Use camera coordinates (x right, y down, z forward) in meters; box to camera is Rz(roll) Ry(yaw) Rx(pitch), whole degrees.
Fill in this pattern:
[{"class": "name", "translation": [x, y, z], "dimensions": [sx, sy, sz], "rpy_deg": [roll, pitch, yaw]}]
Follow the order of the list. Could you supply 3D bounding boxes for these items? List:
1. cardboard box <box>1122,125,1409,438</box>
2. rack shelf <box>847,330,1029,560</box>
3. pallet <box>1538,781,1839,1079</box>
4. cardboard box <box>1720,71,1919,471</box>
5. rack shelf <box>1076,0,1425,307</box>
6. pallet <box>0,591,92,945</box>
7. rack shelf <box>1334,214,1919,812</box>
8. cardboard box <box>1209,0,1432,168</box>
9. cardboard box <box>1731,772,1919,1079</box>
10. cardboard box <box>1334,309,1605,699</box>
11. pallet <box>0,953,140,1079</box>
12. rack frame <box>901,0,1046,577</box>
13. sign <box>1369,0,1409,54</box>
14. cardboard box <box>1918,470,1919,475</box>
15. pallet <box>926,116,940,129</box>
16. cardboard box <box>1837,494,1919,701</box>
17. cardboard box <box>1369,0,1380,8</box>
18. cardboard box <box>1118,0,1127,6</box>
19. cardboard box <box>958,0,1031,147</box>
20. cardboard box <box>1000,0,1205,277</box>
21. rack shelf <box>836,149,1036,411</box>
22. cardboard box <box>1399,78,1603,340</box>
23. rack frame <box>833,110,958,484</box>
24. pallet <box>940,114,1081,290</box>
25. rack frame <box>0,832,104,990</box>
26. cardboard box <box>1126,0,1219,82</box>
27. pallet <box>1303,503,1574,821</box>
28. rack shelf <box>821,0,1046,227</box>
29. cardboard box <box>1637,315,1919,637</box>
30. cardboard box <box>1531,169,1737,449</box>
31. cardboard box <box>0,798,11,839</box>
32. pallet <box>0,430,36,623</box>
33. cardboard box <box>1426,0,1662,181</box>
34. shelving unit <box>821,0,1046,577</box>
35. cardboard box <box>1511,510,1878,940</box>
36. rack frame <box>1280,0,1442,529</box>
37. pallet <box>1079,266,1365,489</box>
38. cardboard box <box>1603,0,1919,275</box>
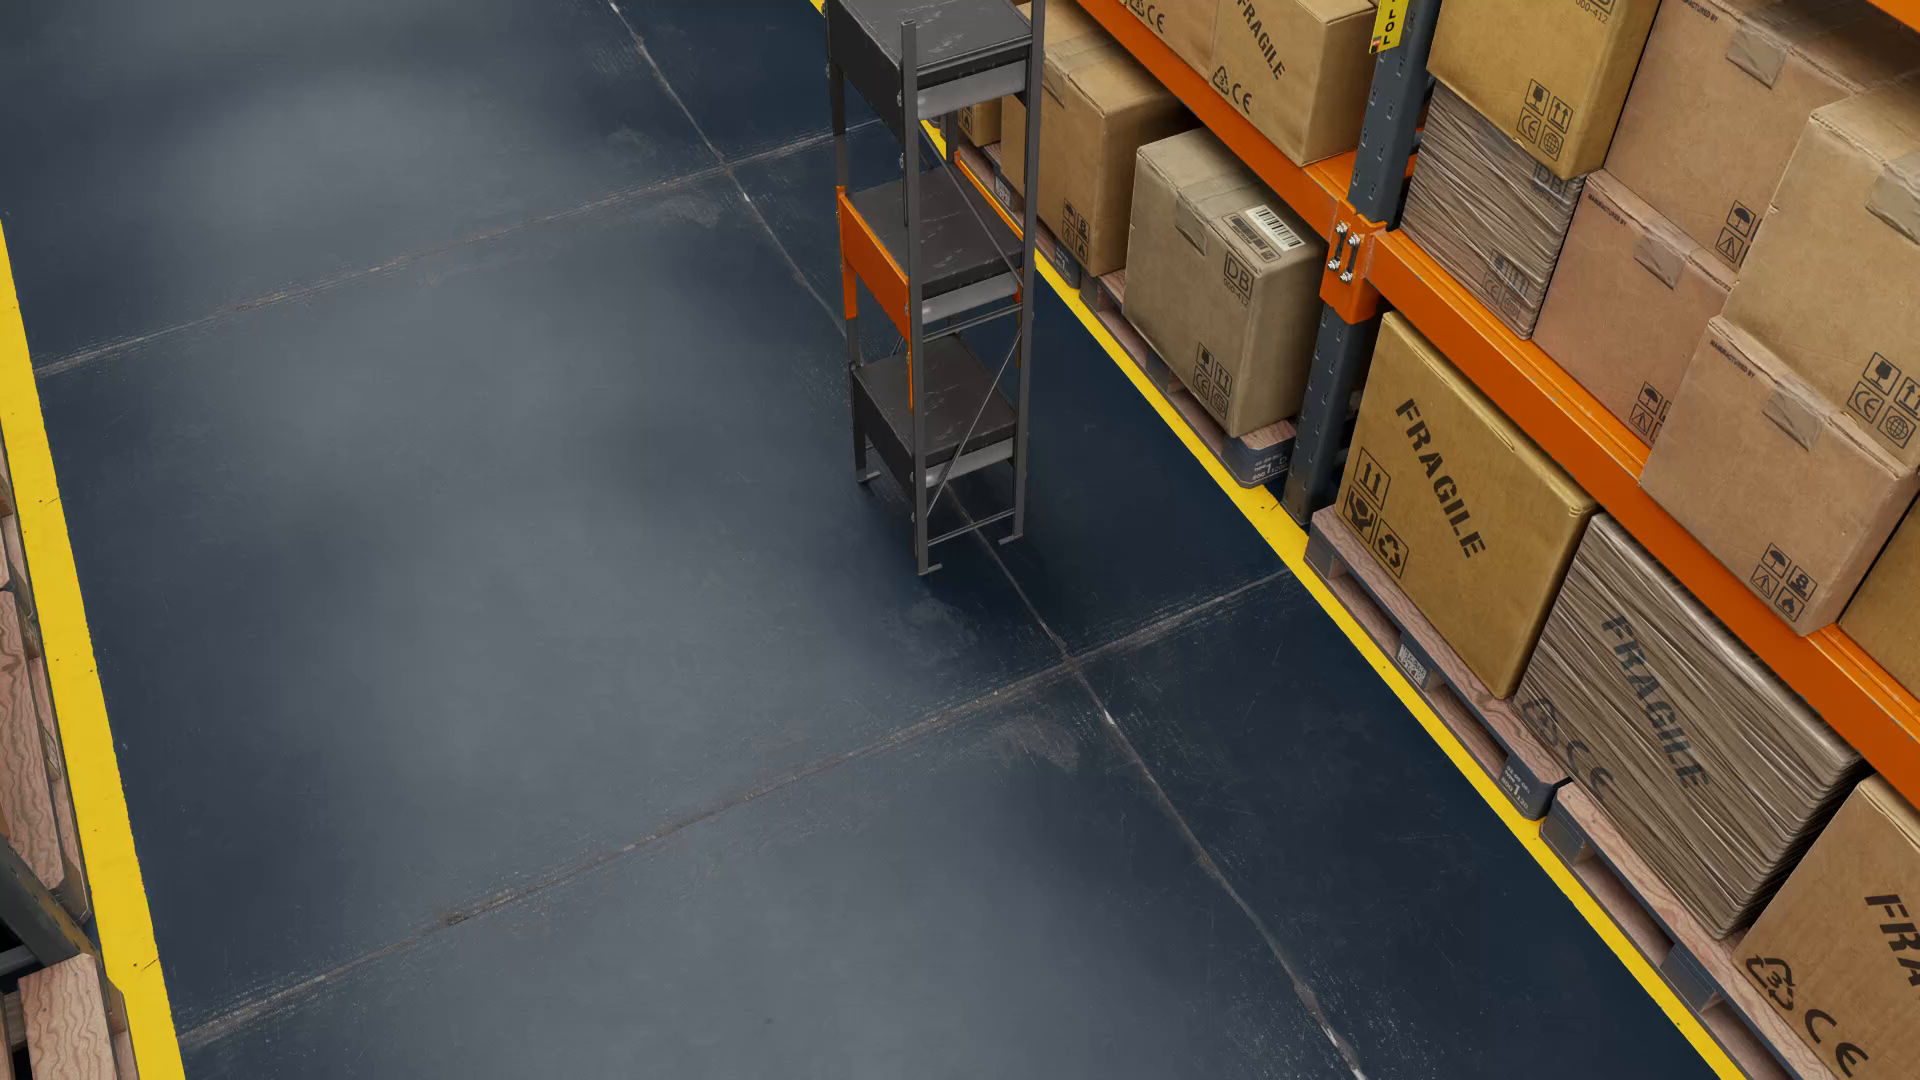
[{"class": "cardboard box", "translation": [1.236, -1.024, 5.868], "dimensions": [1.050, 0.750, 0.750], "rpy_deg": [-21, 52, -18]}, {"class": "rack shelf", "translation": [-0.076, -0.332, 5.594], "dimensions": [0.431, 0.518, 0.480], "rpy_deg": [-21, 52, -18]}, {"class": "pallet", "translation": [2.440, 1.030, 4.709], "dimensions": [1.003, 0.211, 1.213], "rpy_deg": [-21, 52, -18]}, {"class": "cardboard box", "translation": [2.218, -0.651, 3.509], "dimensions": [0.875, 0.550, 0.550], "rpy_deg": [-21, 52, -18]}, {"class": "rack shelf", "translation": [0.685, -2.343, 6.285], "dimensions": [1.077, 0.370, 4.000], "rpy_deg": [-21, 52, -18]}, {"class": "pallet", "translation": [-3.214, 0.797, 4.913], "dimensions": [1.003, 0.211, 1.213], "rpy_deg": [-21, 52, -18]}, {"class": "rack shelf", "translation": [2.515, 0.334, 3.943], "dimensions": [1.077, 0.370, 4.000], "rpy_deg": [-21, 52, -18]}, {"class": "cardboard box", "translation": [1.123, -1.532, 5.030], "dimensions": [0.500, 0.500, 0.500], "rpy_deg": [-21, 52, -18]}, {"class": "cardboard box", "translation": [2.657, 0.978, 4.035], "dimensions": [0.875, 0.875, 0.875], "rpy_deg": [-22, 52, -18]}, {"class": "cardboard box", "translation": [1.825, -0.235, 5.095], "dimensions": [0.875, 0.875, 0.875], "rpy_deg": [-20, 52, -17]}, {"class": "pallet", "translation": [-2.518, 1.755, 4.075], "dimensions": [1.003, 0.211, 1.213], "rpy_deg": [-21, 52, -18]}, {"class": "rack frame", "translation": [0.036, -0.639, 4.914], "dimensions": [0.400, 2.100, 0.015], "rpy_deg": [-21, 52, -18]}, {"class": "sign", "translation": [1.122, -1.403, 4.268], "dimensions": [0.100, 0.325, 0.005], "rpy_deg": [-21, 52, -18]}, {"class": "cardboard box", "translation": [2.467, -0.299, 3.201], "dimensions": [0.875, 0.550, 0.500], "rpy_deg": [-21, 52, -18]}, {"class": "pallet", "translation": [0.063, -2.447, 7.750], "dimensions": [1.003, 0.211, 1.213], "rpy_deg": [-21, 52, -18]}, {"class": "cardboard box", "translation": [2.525, 0.034, 3.627], "dimensions": [0.875, 0.550, 0.500], "rpy_deg": [-21, 52, -18]}, {"class": "cardboard box", "translation": [1.367, -1.934, 4.718], "dimensions": [0.700, 0.500, 0.500], "rpy_deg": [-22, 52, -18]}, {"class": "cardboard box", "translation": [0.661, -2.208, 5.622], "dimensions": [0.500, 0.500, 0.500], "rpy_deg": [-21, 52, -17]}, {"class": "cardboard box", "translation": [0.371, -2.294, 6.979], "dimensions": [1.050, 0.750, 0.750], "rpy_deg": [-20, 52, -17]}, {"class": "cardboard box", "translation": [0.798, -1.670, 6.434], "dimensions": [1.050, 0.750, 0.750], "rpy_deg": [-21, 52, -18]}, {"class": "rack shelf", "translation": [-0.076, -0.793, 5.067], "dimensions": [0.431, 0.518, 0.480], "rpy_deg": [-21, 52, -18]}, {"class": "cardboard box", "translation": [1.779, -1.048, 4.574], "dimensions": [0.875, 0.550, 0.550], "rpy_deg": [-21, 52, -18]}, {"class": "rack frame", "translation": [-0.187, -0.965, 5.199], "dimensions": [0.400, 2.100, 0.015], "rpy_deg": [-21, 52, -18]}, {"class": "pallet", "translation": [0.617, -1.631, 7.037], "dimensions": [1.003, 0.211, 1.213], "rpy_deg": [-21, 52, -18]}, {"class": "rack frame", "translation": [-2.857, 0.399, 3.408], "dimensions": [1.000, 3.000, 0.127], "rpy_deg": [-21, 52, -18]}, {"class": "cardboard box", "translation": [0.892, -1.870, 5.326], "dimensions": [0.500, 0.500, 0.500], "rpy_deg": [-22, 52, -18]}, {"class": "pallet", "translation": [1.878, 0.212, 5.424], "dimensions": [1.003, 0.211, 1.213], "rpy_deg": [-21, 52, -18]}, {"class": "rack shelf", "translation": [-0.076, -1.254, 4.540], "dimensions": [0.431, 0.518, 0.480], "rpy_deg": [-21, 52, -18]}, {"class": "cardboard box", "translation": [2.193, -0.286, 3.907], "dimensions": [0.875, 0.550, 0.550], "rpy_deg": [-21, 52, -18]}, {"class": "cardboard box", "translation": [2.051, -0.688, 4.259], "dimensions": [0.875, 0.550, 0.550], "rpy_deg": [-21, 52, -18]}, {"class": "cardboard box", "translation": [-3.119, 0.659, 4.549], "dimensions": [0.700, 0.500, 0.500], "rpy_deg": [-25, 53, -20]}, {"class": "pallet", "translation": [-3.777, -0.021, 5.628], "dimensions": [1.003, 0.211, 1.213], "rpy_deg": [-21, 52, -18]}, {"class": "cardboard box", "translation": [1.738, -1.388, 4.154], "dimensions": [0.875, 0.550, 0.550], "rpy_deg": [-21, 52, -18]}, {"class": "shelving unit", "translation": [-0.076, -0.802, 5.057], "dimensions": [0.431, 2.100, 0.503], "rpy_deg": [-21, 52, -18]}, {"class": "cardboard box", "translation": [2.241, 0.367, 4.569], "dimensions": [0.875, 0.875, 0.875], "rpy_deg": [-21, 52, -17]}, {"class": "rack frame", "translation": [1.600, -1.241, 4.843], "dimensions": [1.000, 3.000, 0.127], "rpy_deg": [-21, 52, -18]}, {"class": "pallet", "translation": [1.180, -0.814, 6.322], "dimensions": [1.003, 0.211, 1.213], "rpy_deg": [-21, 52, -18]}, {"class": "cardboard box", "translation": [2.093, -1.059, 3.867], "dimensions": [0.875, 0.550, 0.550], "rpy_deg": [-21, 52, -18]}]
